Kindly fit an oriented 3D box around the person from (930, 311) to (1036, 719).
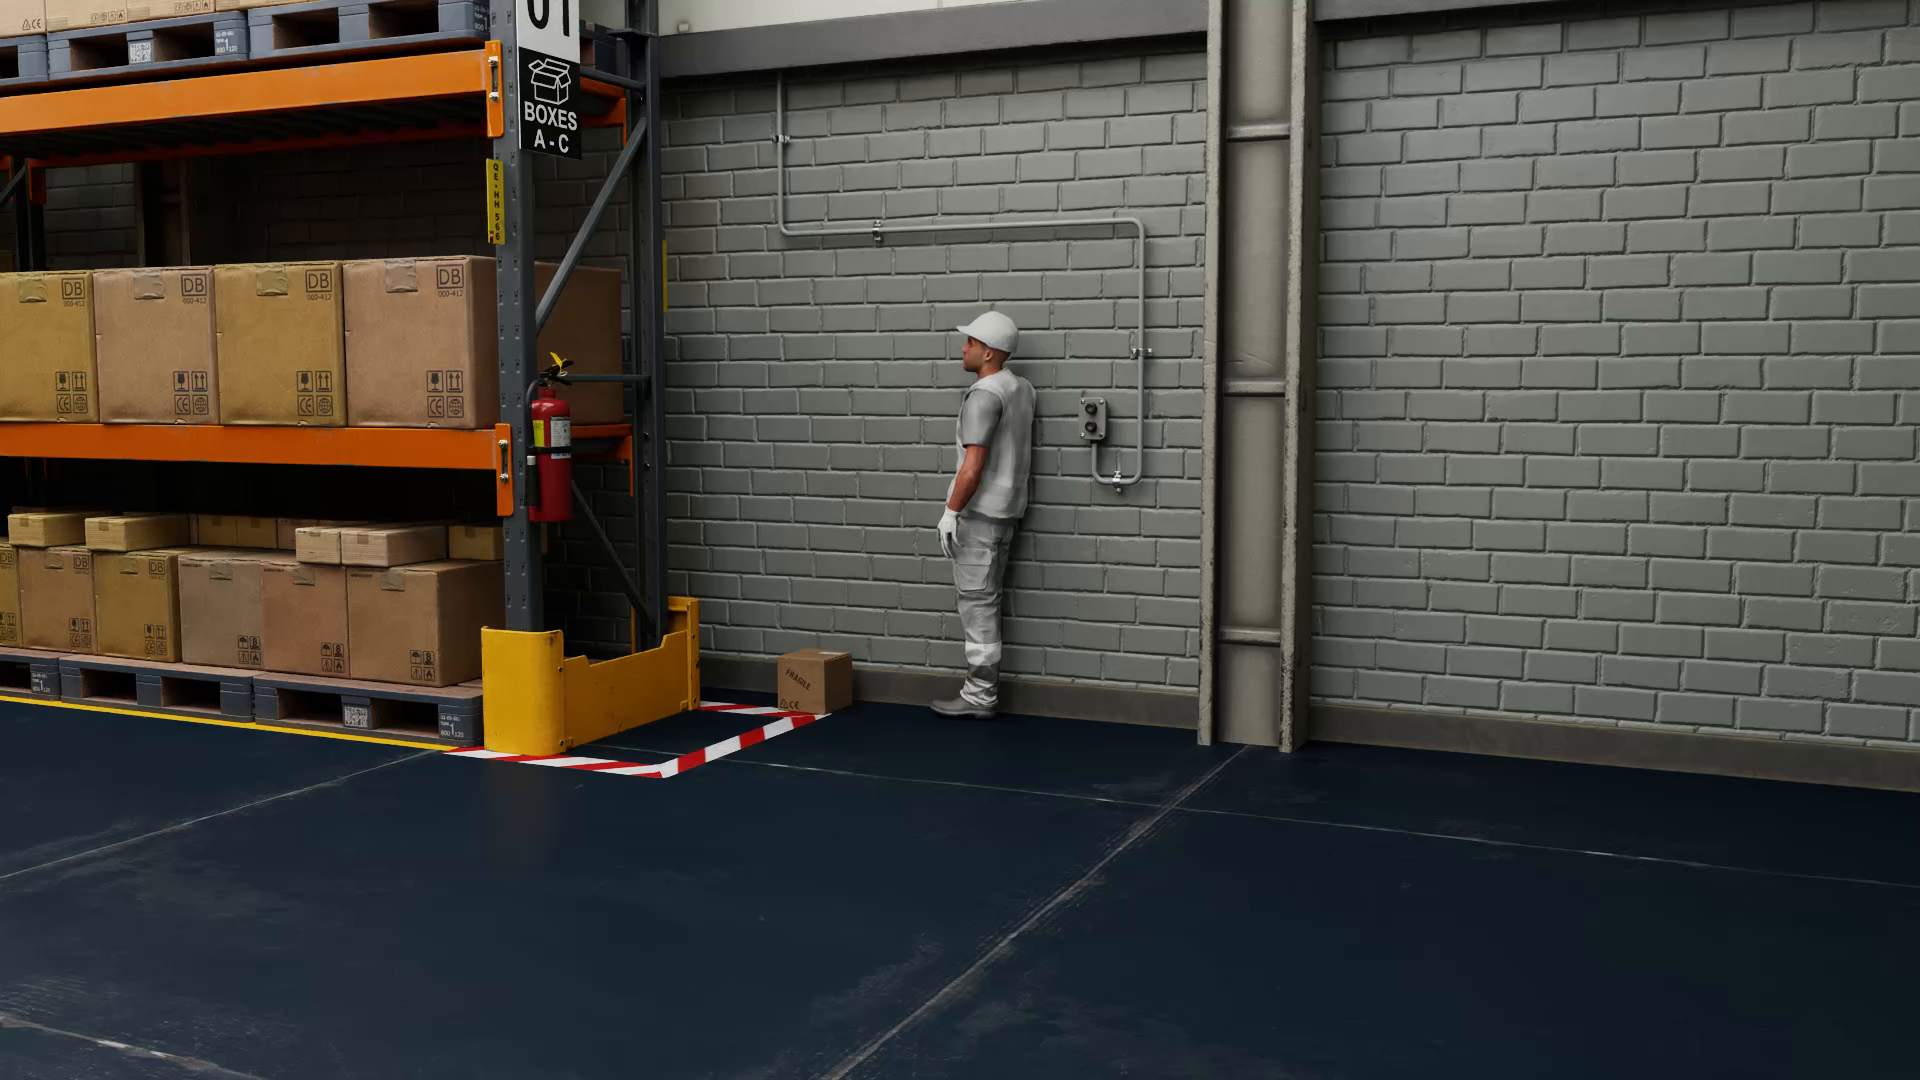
[{"bbox_3d":[0.038,-0.107,7.367,0.562,1.790,0.637,2,6,24],"label":"person"}]
